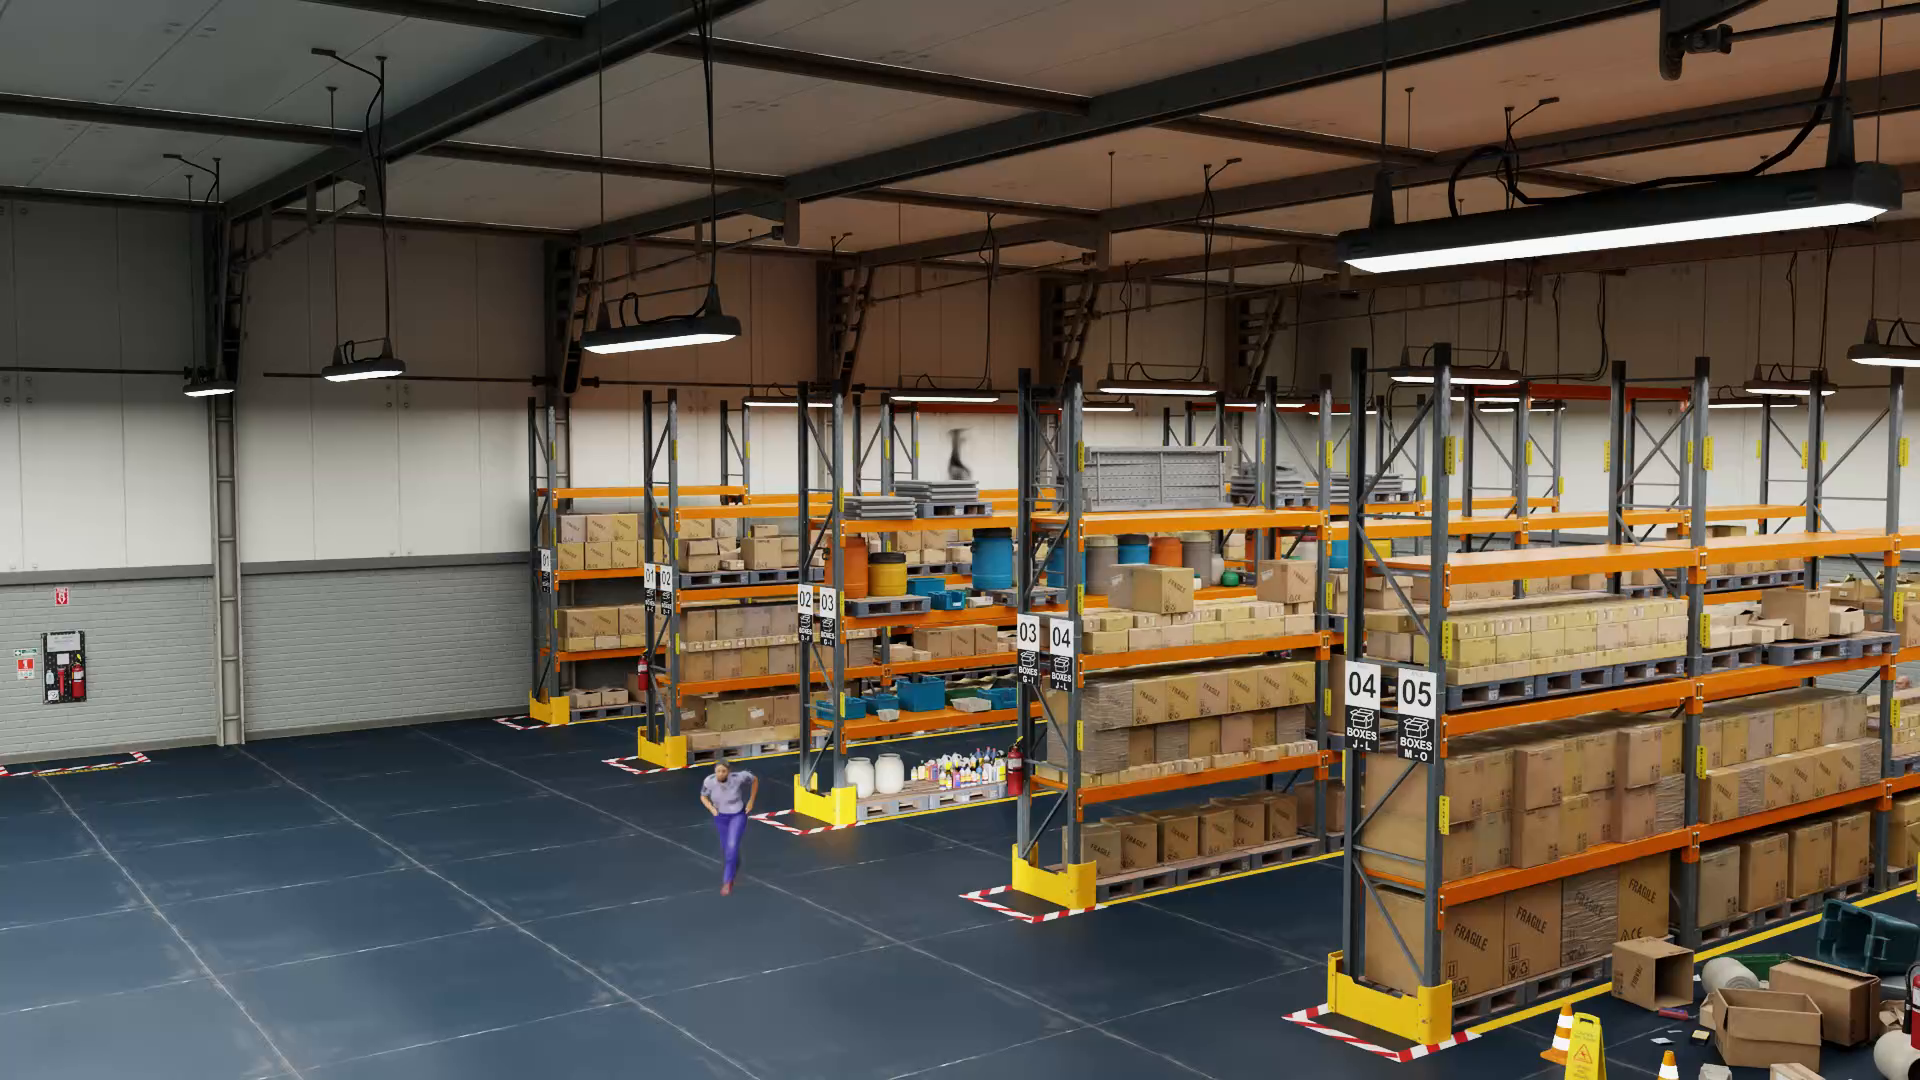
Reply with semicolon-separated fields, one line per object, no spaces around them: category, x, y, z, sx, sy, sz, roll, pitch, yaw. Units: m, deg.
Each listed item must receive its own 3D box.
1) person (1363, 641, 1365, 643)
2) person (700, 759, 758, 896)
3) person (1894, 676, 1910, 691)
person;8.449;2.244;34.339;0.667;1.785;0.850;3;5;44
person;-2.657;3.278;19.321;0.649;1.599;0.954;0;3;3
person;13.605;2.868;23.906;0.989;1.838;0.729;-2;4;-31
